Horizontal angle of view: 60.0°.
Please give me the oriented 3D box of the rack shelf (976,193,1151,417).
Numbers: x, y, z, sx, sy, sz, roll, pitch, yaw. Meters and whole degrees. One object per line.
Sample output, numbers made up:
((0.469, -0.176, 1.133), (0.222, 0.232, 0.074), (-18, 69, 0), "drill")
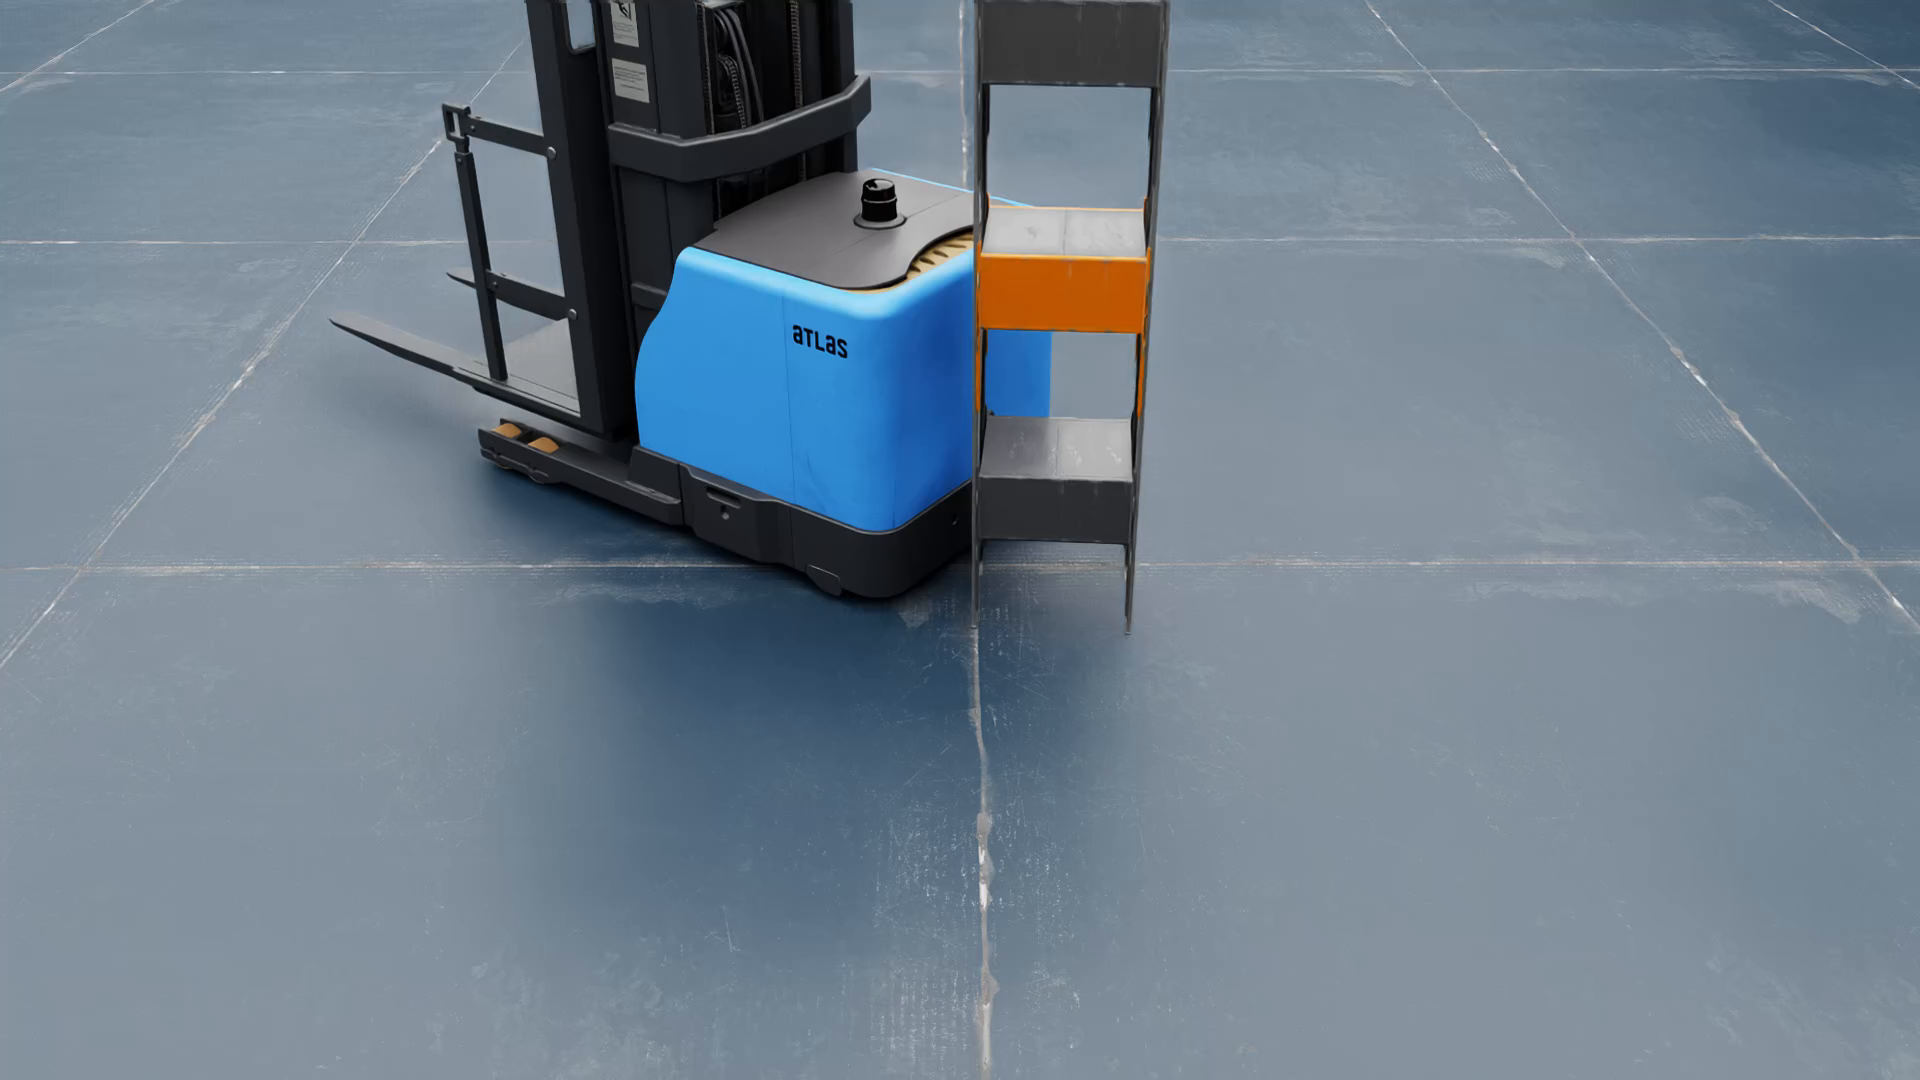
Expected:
((0.302, -0.696, 4.899), (0.480, 0.518, 0.431), (2, 31, 4), "rack shelf")

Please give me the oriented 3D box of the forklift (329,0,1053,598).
((-1.166, -1.660, 5.661), (3.031, 2.935, 1.130), (20, 37, 30), "forklift")

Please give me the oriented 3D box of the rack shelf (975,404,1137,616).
((0.302, -0.098, 5.263), (0.480, 0.518, 0.431), (2, 31, 4), "rack shelf")

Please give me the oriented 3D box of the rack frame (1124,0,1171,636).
((0.545, -0.699, 4.877), (0.015, 2.100, 0.400), (2, 31, 4), "rack frame")

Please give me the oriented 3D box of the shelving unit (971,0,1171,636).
((0.302, -0.708, 4.892), (0.503, 2.100, 0.431), (2, 31, 4), "shelving unit")

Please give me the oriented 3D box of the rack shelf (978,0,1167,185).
((0.302, -1.295, 4.536), (0.480, 0.518, 0.431), (2, 31, 4), "rack shelf")

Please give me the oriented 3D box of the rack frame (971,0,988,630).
((0.059, -0.717, 4.908), (0.015, 2.100, 0.400), (2, 31, 4), "rack frame")
